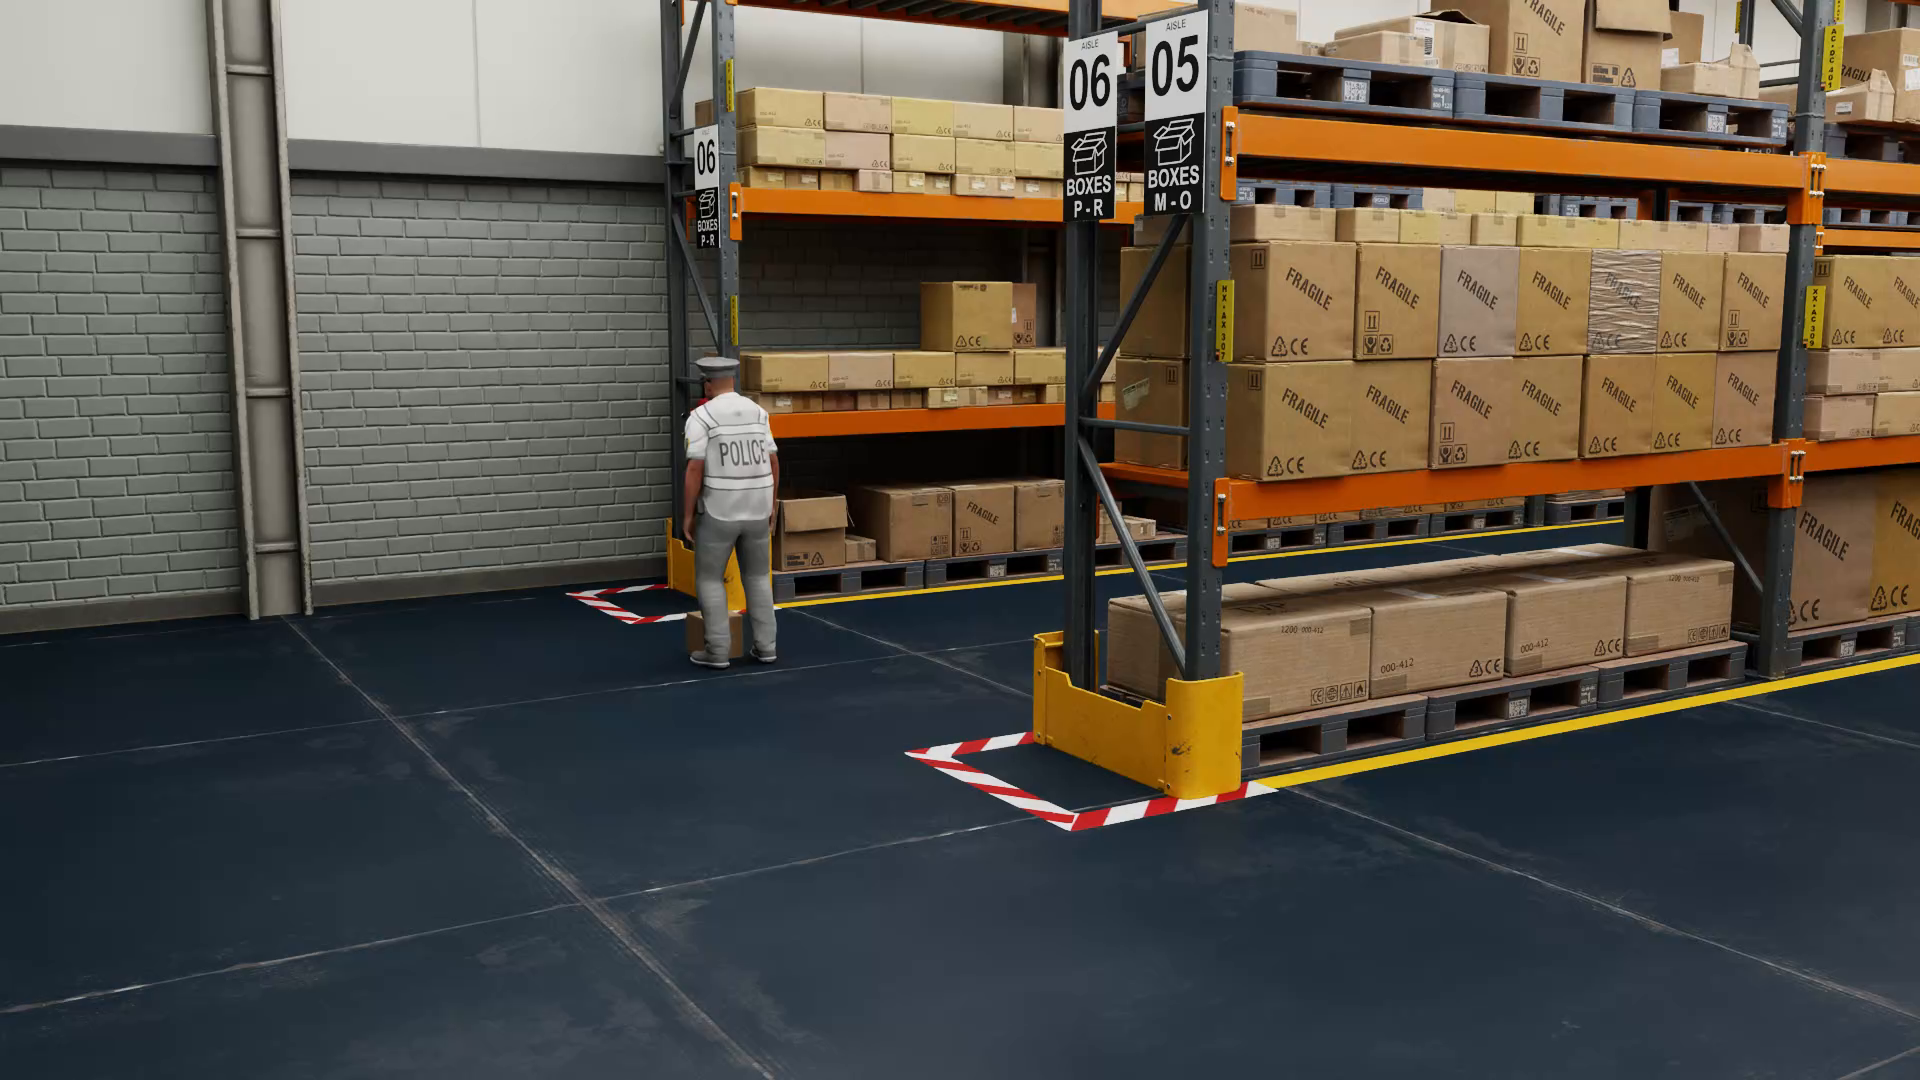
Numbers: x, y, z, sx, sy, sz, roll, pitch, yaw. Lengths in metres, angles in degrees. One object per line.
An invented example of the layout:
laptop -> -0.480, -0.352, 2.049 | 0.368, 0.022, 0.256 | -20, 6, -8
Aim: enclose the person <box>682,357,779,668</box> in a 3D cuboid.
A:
person -> -1.288, -0.155, 9.392 | 0.596, 1.747, 0.449 | -6, 10, -34
